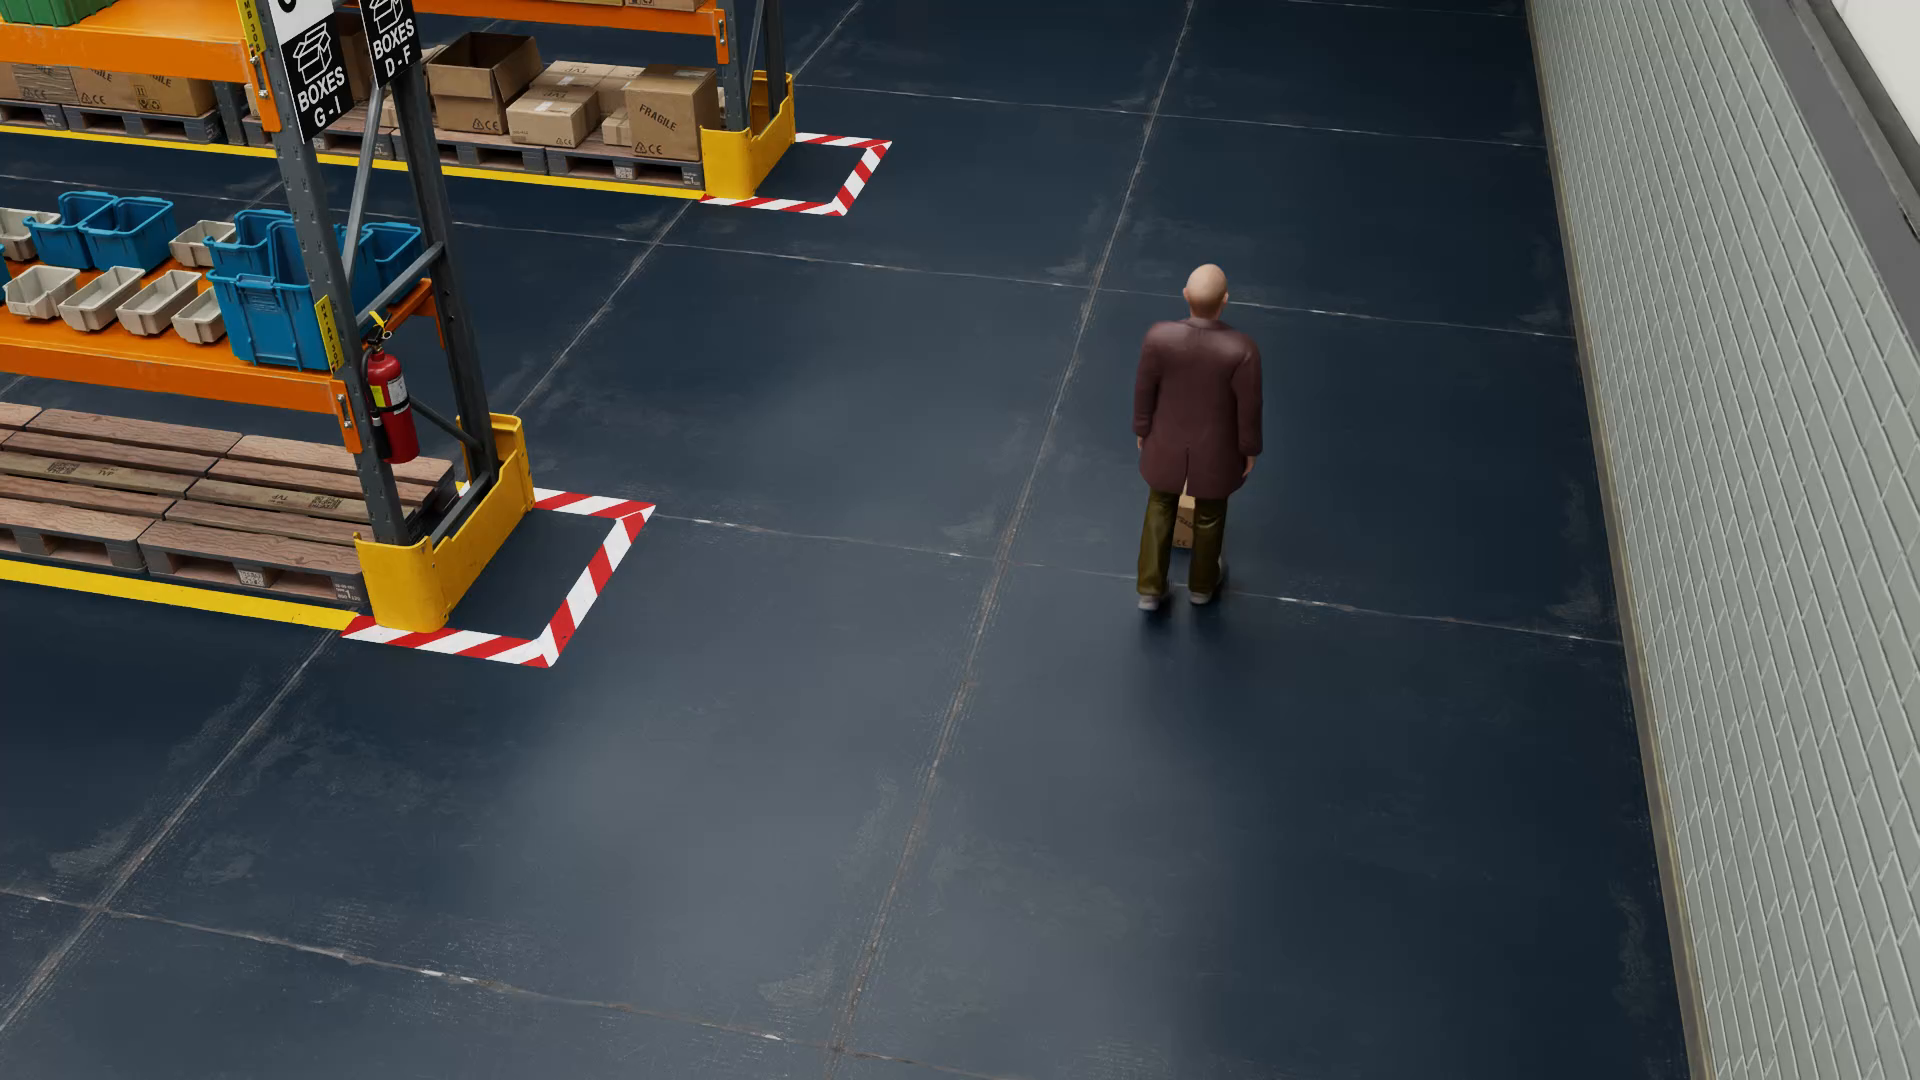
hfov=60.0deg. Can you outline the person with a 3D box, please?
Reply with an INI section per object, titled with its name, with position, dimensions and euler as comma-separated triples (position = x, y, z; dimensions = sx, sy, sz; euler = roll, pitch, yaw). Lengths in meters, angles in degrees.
[person]
position = 1.078, -0.451, 7.580
dimensions = 0.609, 1.783, 0.617
euler = 11, 38, 15
